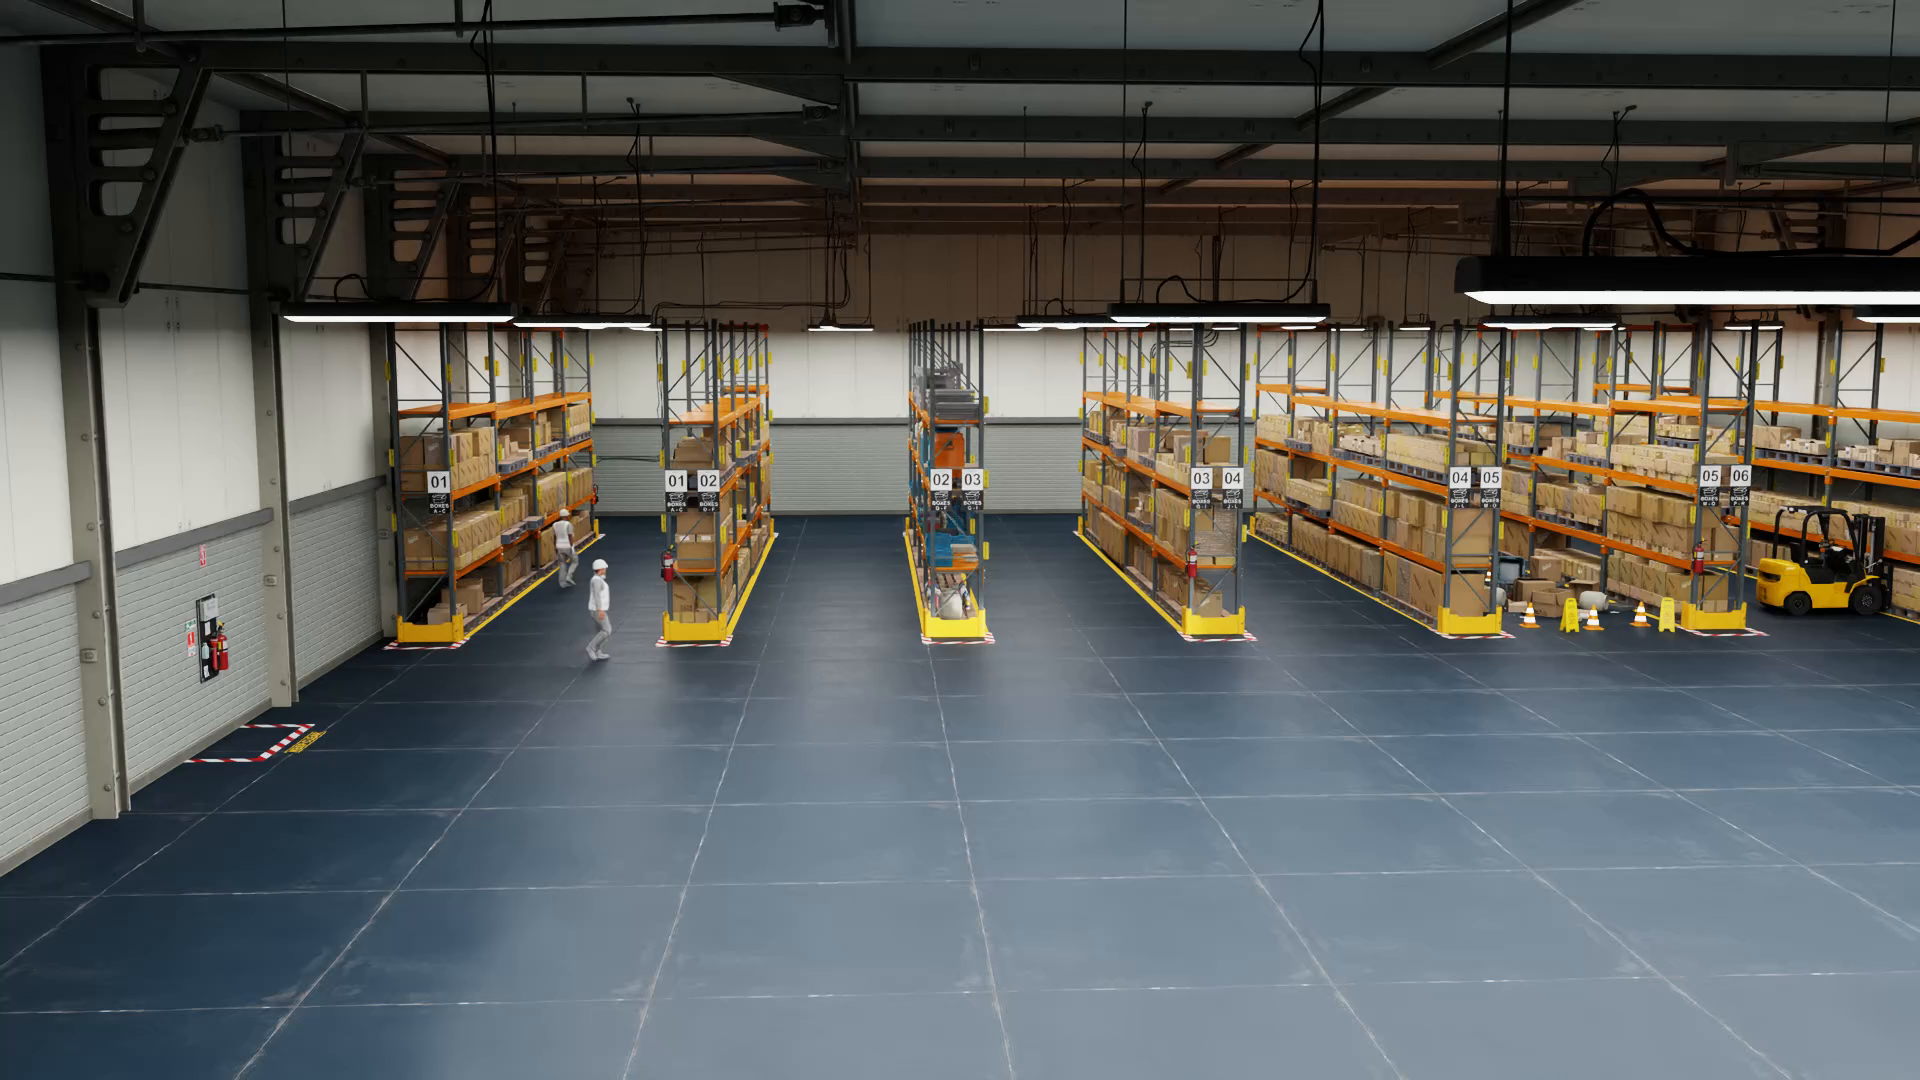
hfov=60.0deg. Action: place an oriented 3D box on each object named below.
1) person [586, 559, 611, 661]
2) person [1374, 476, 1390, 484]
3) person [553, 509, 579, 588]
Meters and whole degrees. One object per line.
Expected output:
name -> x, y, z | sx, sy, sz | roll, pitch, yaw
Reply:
person -> -6.355, 1.222, 29.228 | 0.453, 1.771, 0.560 | -1, 7, -8
person -> 13.170, -1.562, 51.912 | 1.079, 1.737, 0.561 | -4, 8, -30
person -> -8.950, 0.189, 37.638 | 0.581, 1.774, 0.486 | 2, 7, 15
